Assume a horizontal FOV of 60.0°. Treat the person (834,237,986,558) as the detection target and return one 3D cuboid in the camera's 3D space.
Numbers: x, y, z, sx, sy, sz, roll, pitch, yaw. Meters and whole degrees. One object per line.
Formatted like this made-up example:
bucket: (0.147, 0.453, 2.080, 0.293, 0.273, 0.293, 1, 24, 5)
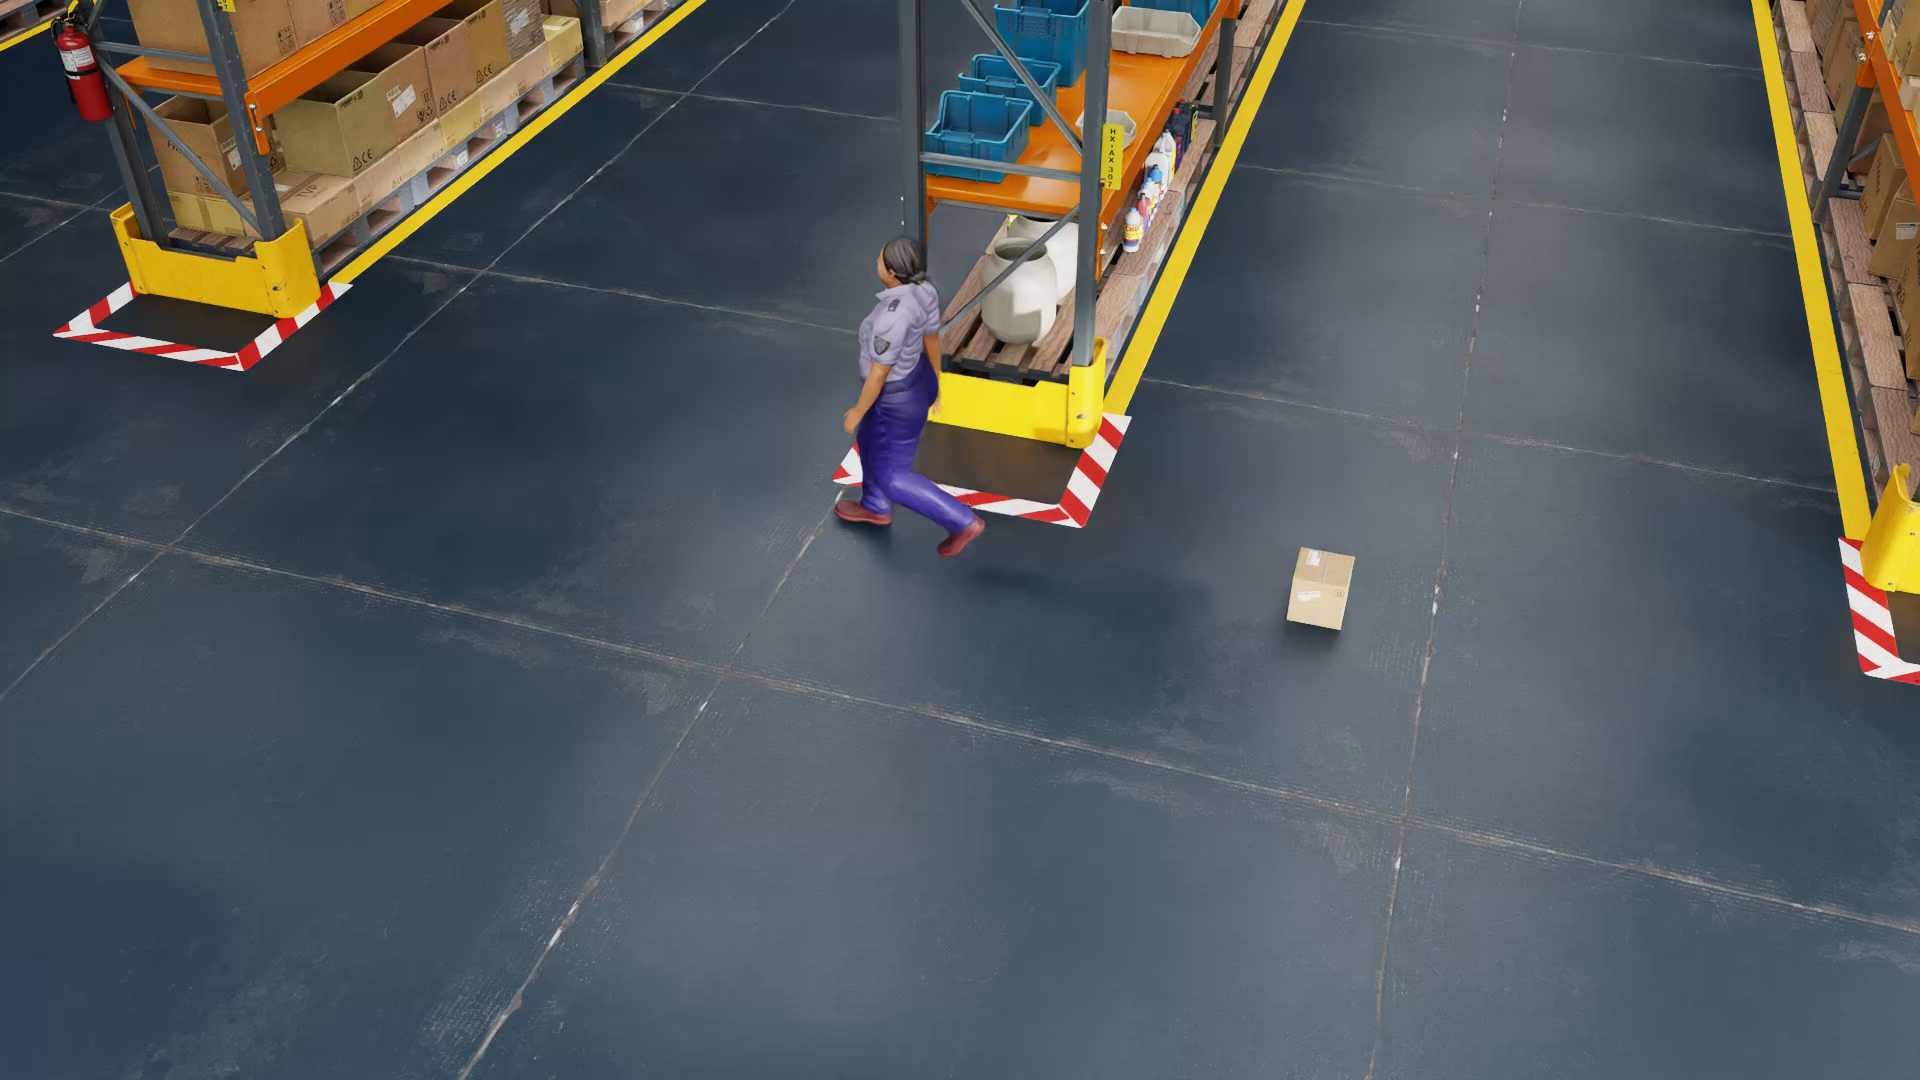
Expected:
person: (-0.256, -0.660, 7.757, 0.832, 1.595, 0.480, 11, 39, 14)
